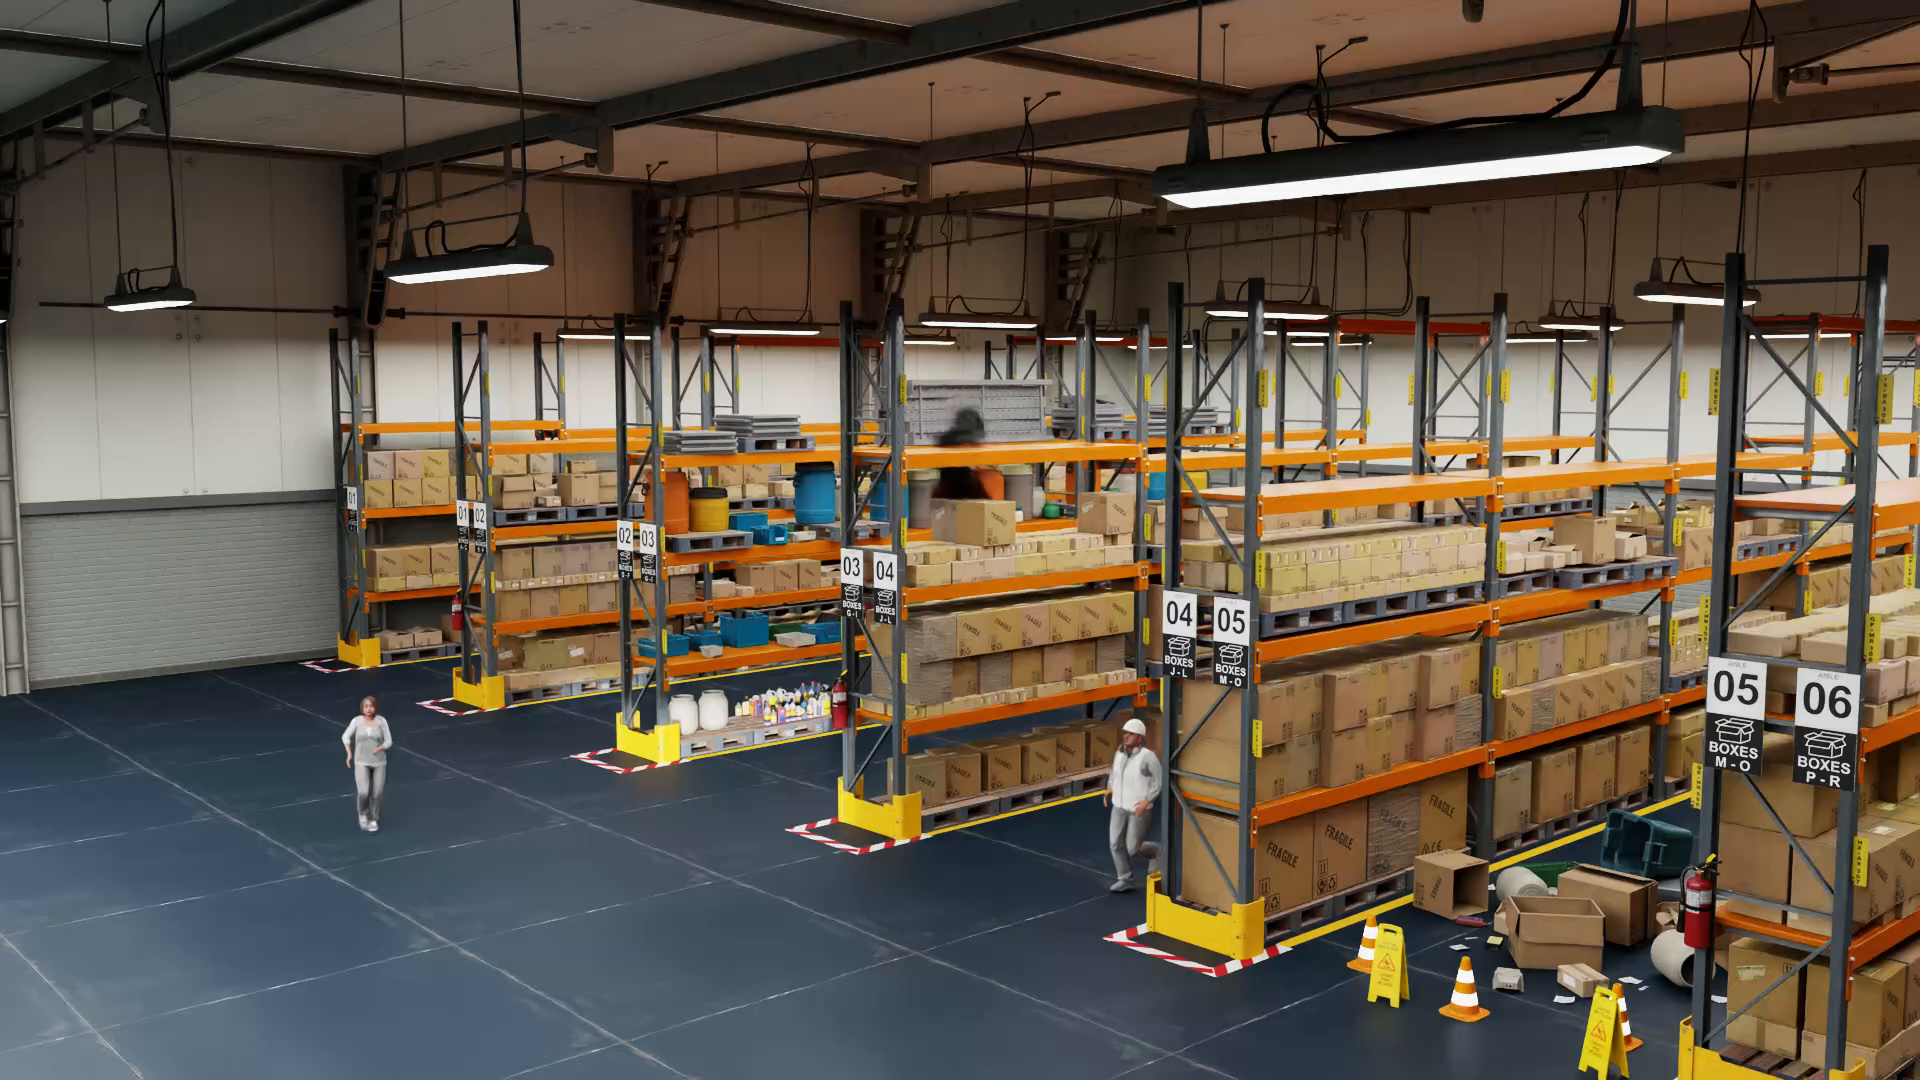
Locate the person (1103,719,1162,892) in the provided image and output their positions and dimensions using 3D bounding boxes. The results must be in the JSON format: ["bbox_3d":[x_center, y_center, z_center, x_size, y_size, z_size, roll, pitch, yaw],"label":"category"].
[{"bbox_3d":[1.762,2.650,16.746,0.688,1.724,0.669,5,8,44],"label":"person"}]

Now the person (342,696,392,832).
[{"bbox_3d":[-6.634,2.533,18.665,0.515,1.562,0.596,-2,6,-24],"label":"person"}]
